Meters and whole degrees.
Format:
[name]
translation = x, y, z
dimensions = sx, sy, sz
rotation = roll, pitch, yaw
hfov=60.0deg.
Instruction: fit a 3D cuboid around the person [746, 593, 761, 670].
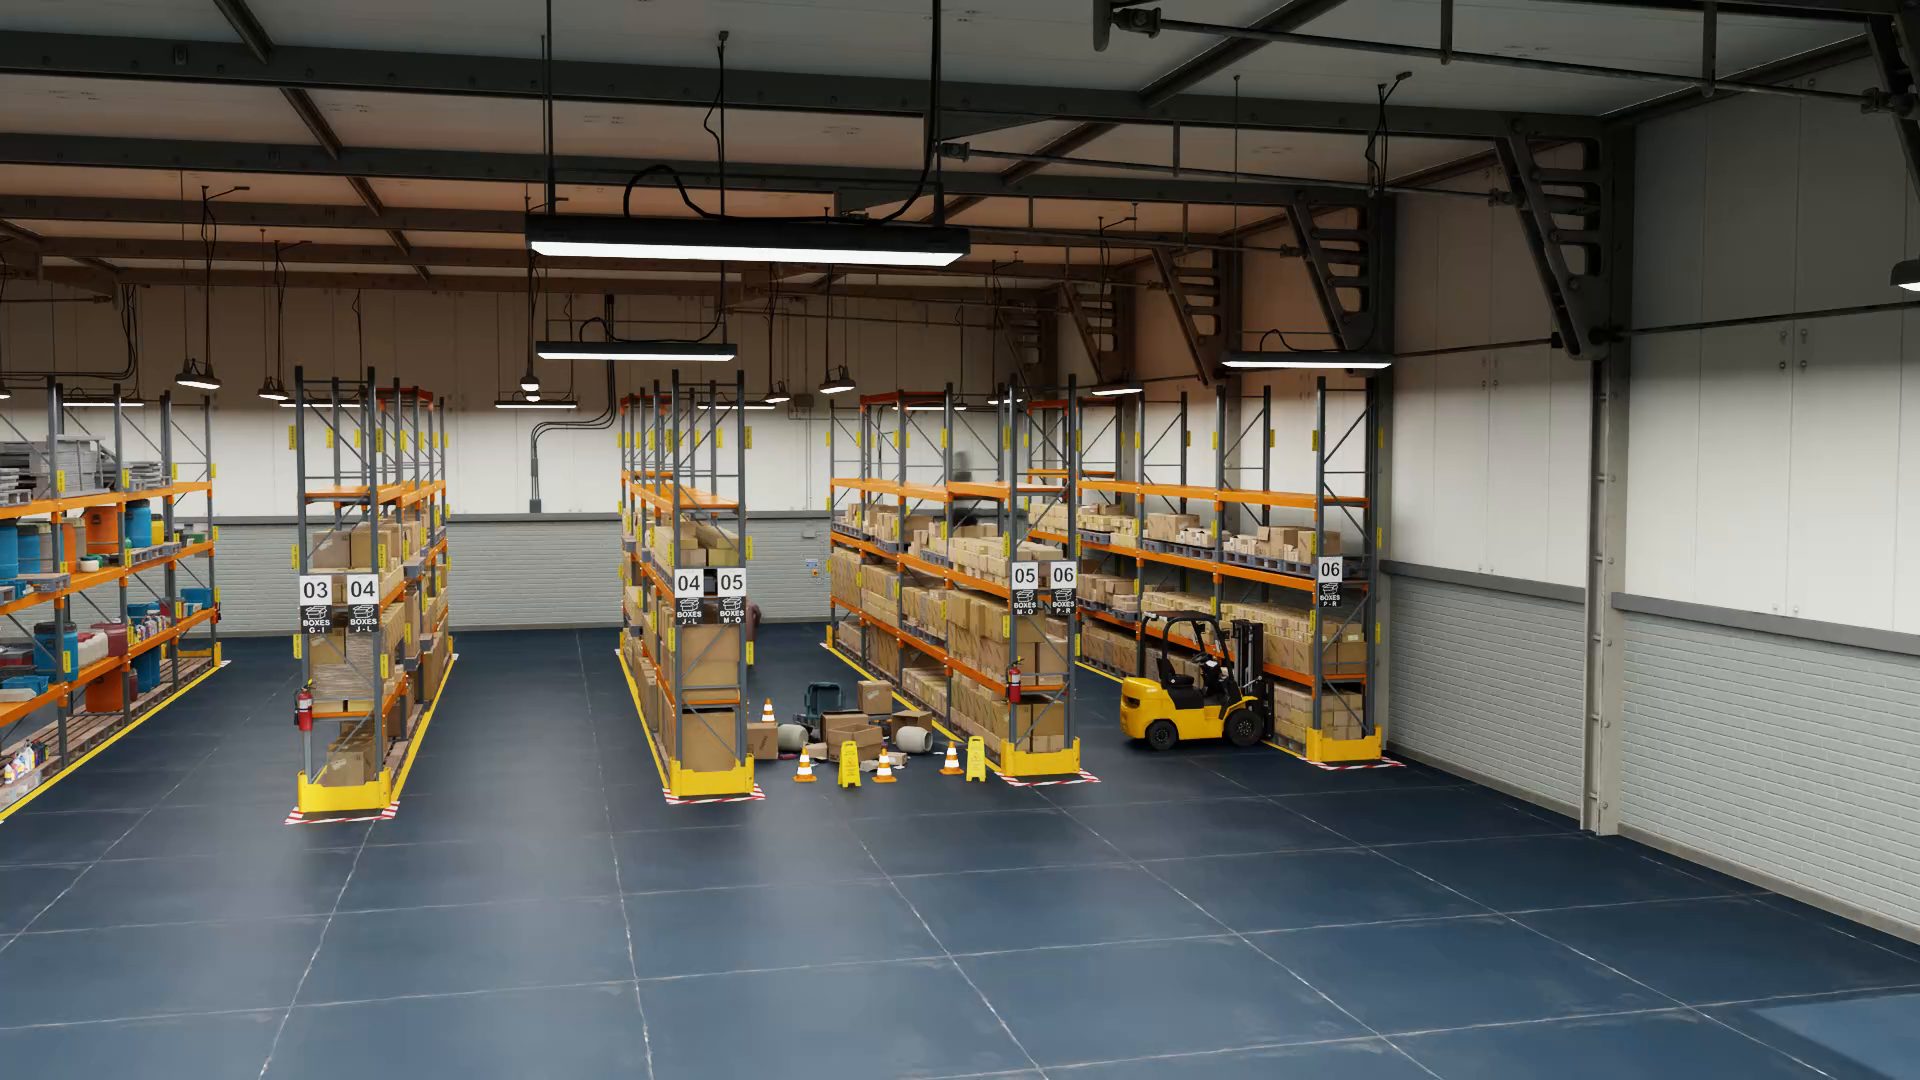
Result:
[person]
translation = -4.644, 2.022, 36.031
dimensions = 0.717, 1.733, 0.939
rotation = -1, 4, -17
